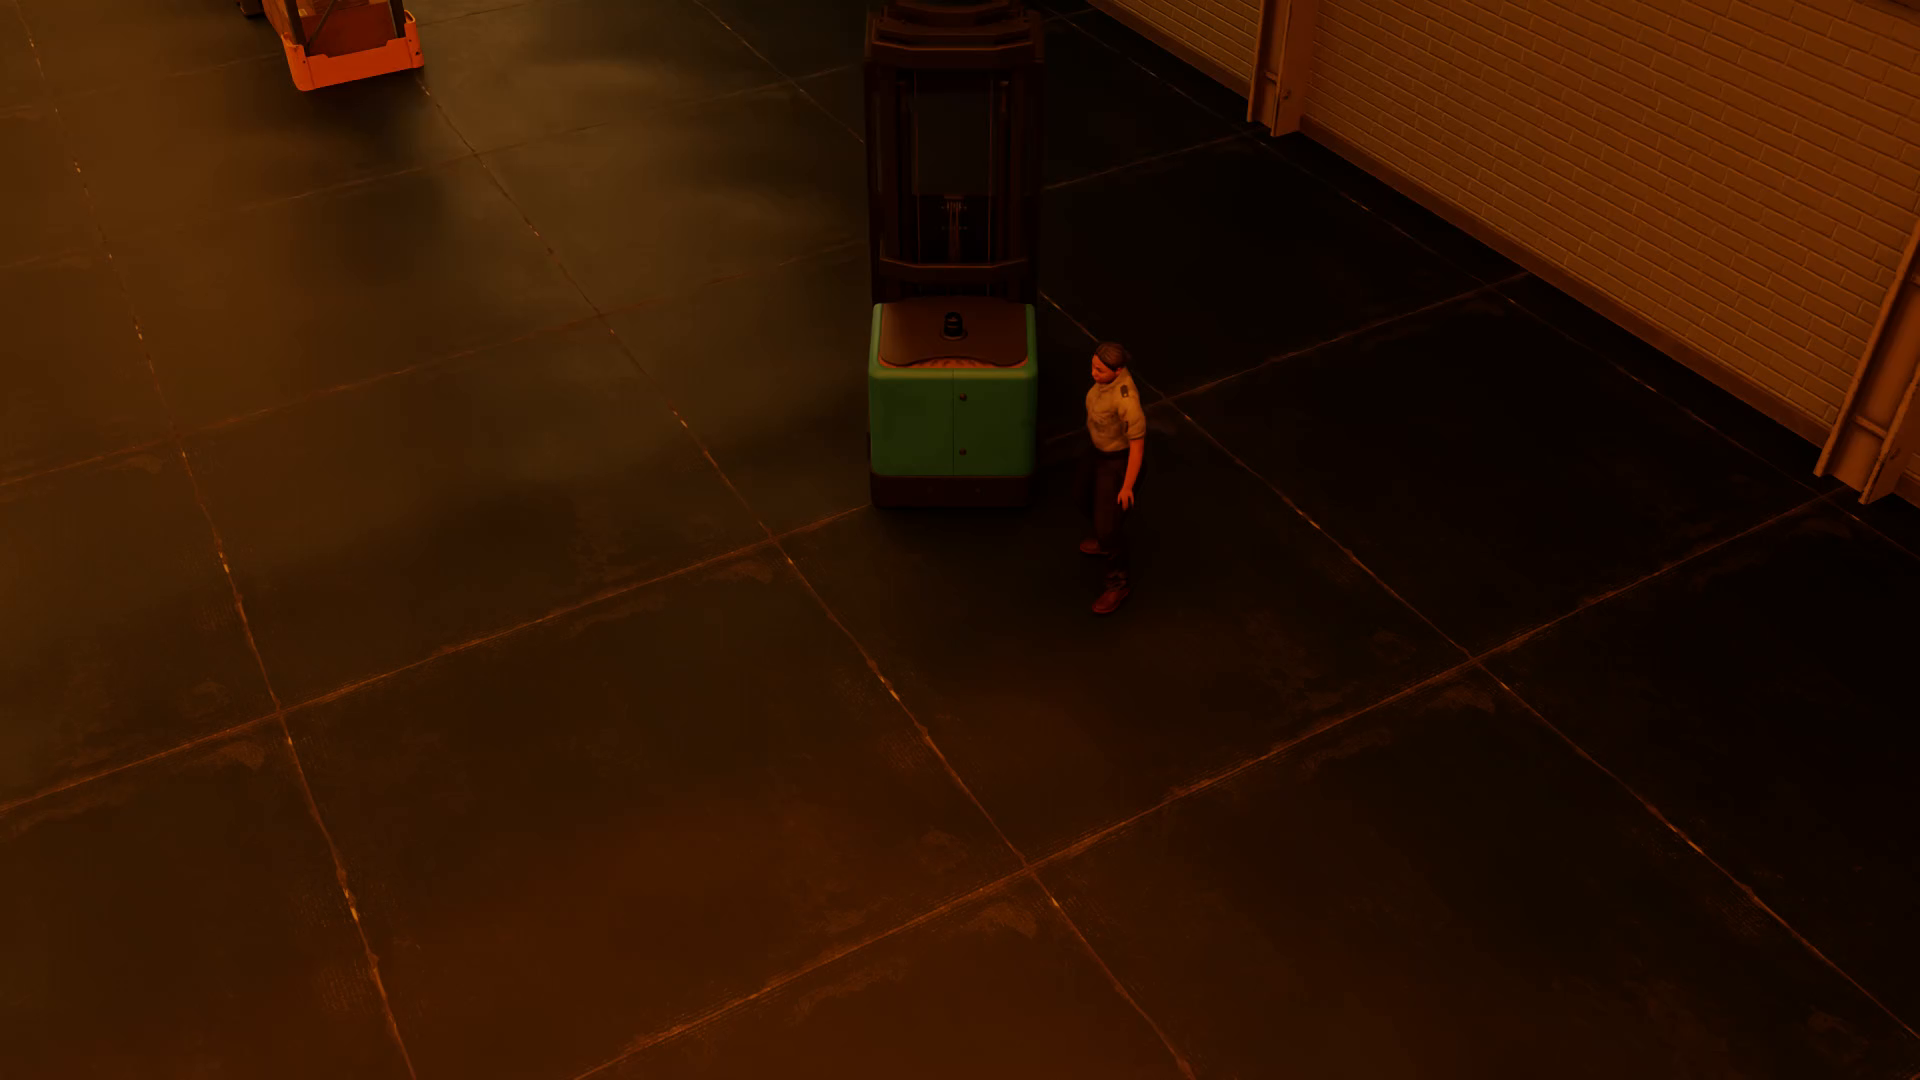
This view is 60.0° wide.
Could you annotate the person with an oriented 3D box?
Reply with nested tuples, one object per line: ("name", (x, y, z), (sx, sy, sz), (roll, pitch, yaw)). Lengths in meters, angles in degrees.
("person", (0.887, -0.439, 9.606), (0.377, 1.608, 0.796), (-8, 40, -10))

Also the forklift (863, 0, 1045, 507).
("forklift", (-0.035, -2.245, 10.743), (1.130, 2.935, 3.031), (0, 40, 0))
